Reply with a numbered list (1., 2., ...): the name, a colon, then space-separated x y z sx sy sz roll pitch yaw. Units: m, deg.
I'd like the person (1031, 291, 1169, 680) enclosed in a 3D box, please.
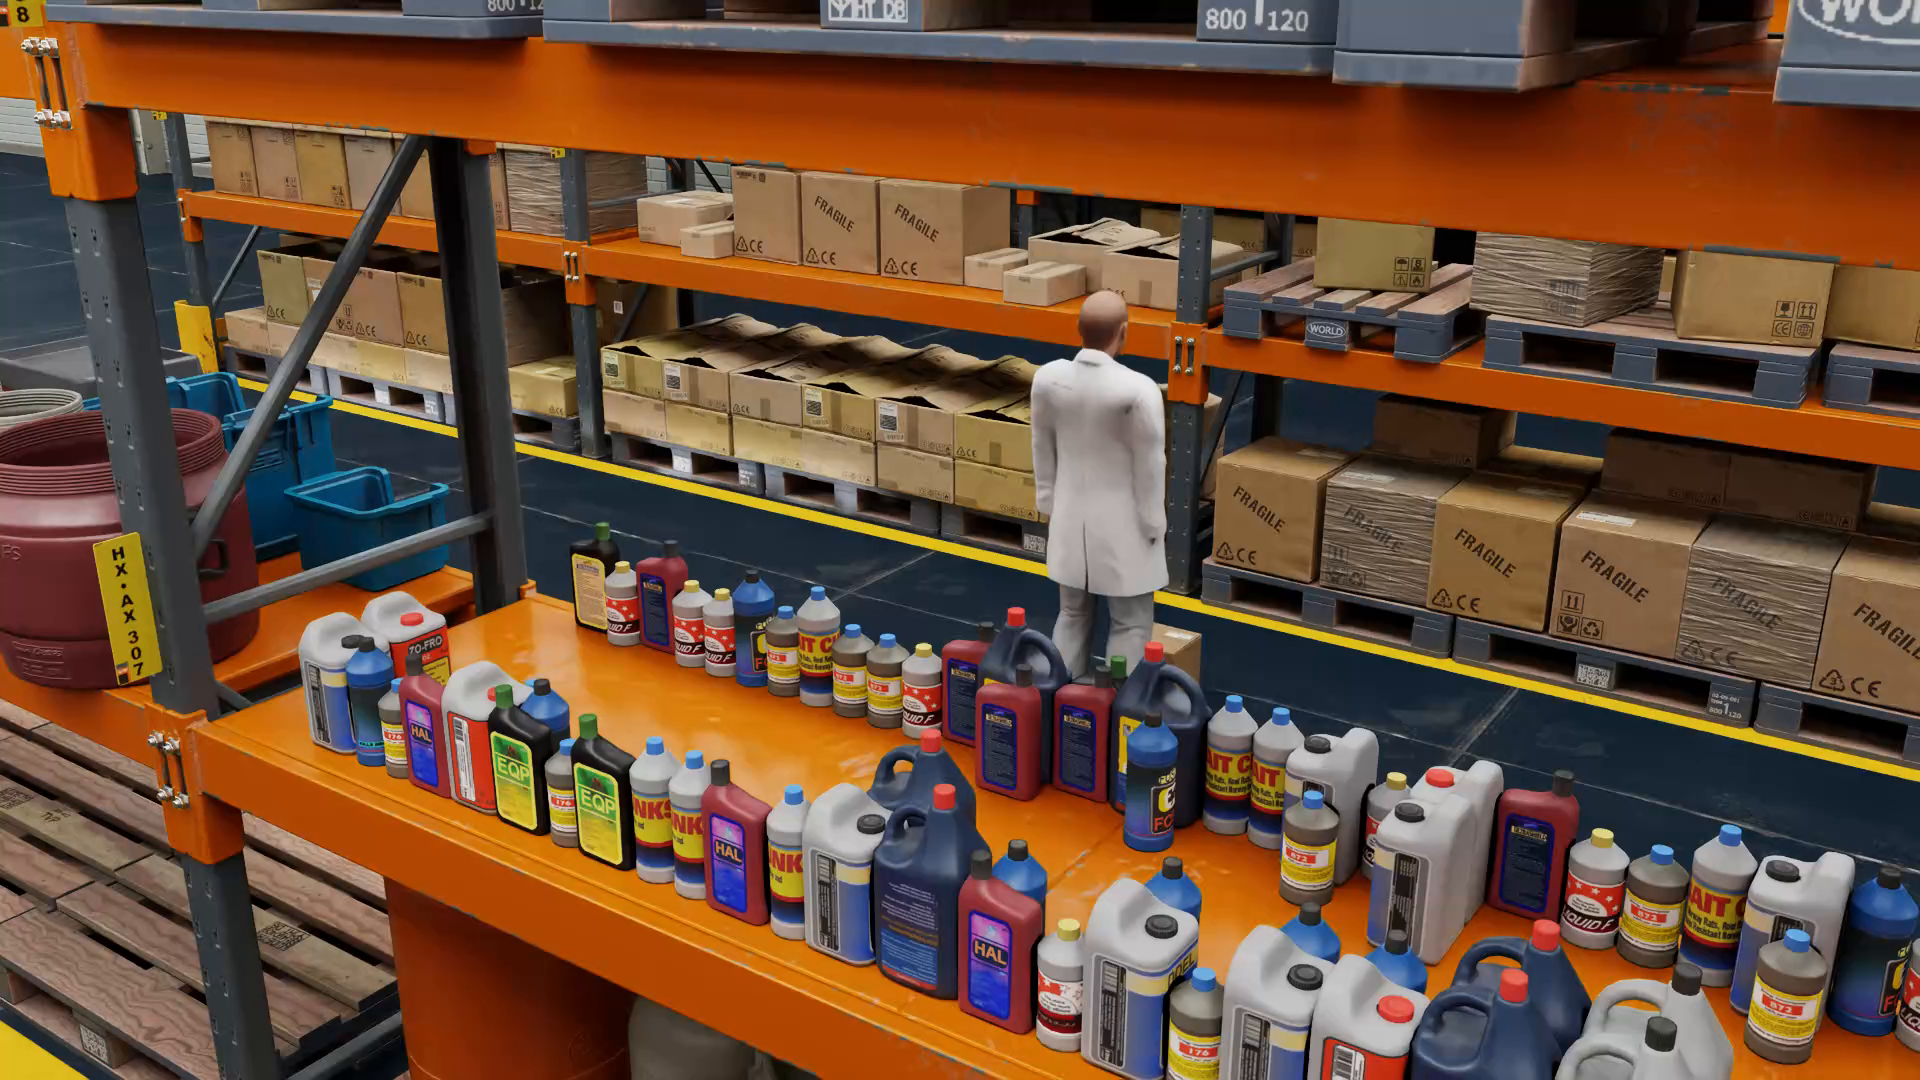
1. person: 0.535 -0.062 6.282 0.562 1.773 0.380 13 24 33
